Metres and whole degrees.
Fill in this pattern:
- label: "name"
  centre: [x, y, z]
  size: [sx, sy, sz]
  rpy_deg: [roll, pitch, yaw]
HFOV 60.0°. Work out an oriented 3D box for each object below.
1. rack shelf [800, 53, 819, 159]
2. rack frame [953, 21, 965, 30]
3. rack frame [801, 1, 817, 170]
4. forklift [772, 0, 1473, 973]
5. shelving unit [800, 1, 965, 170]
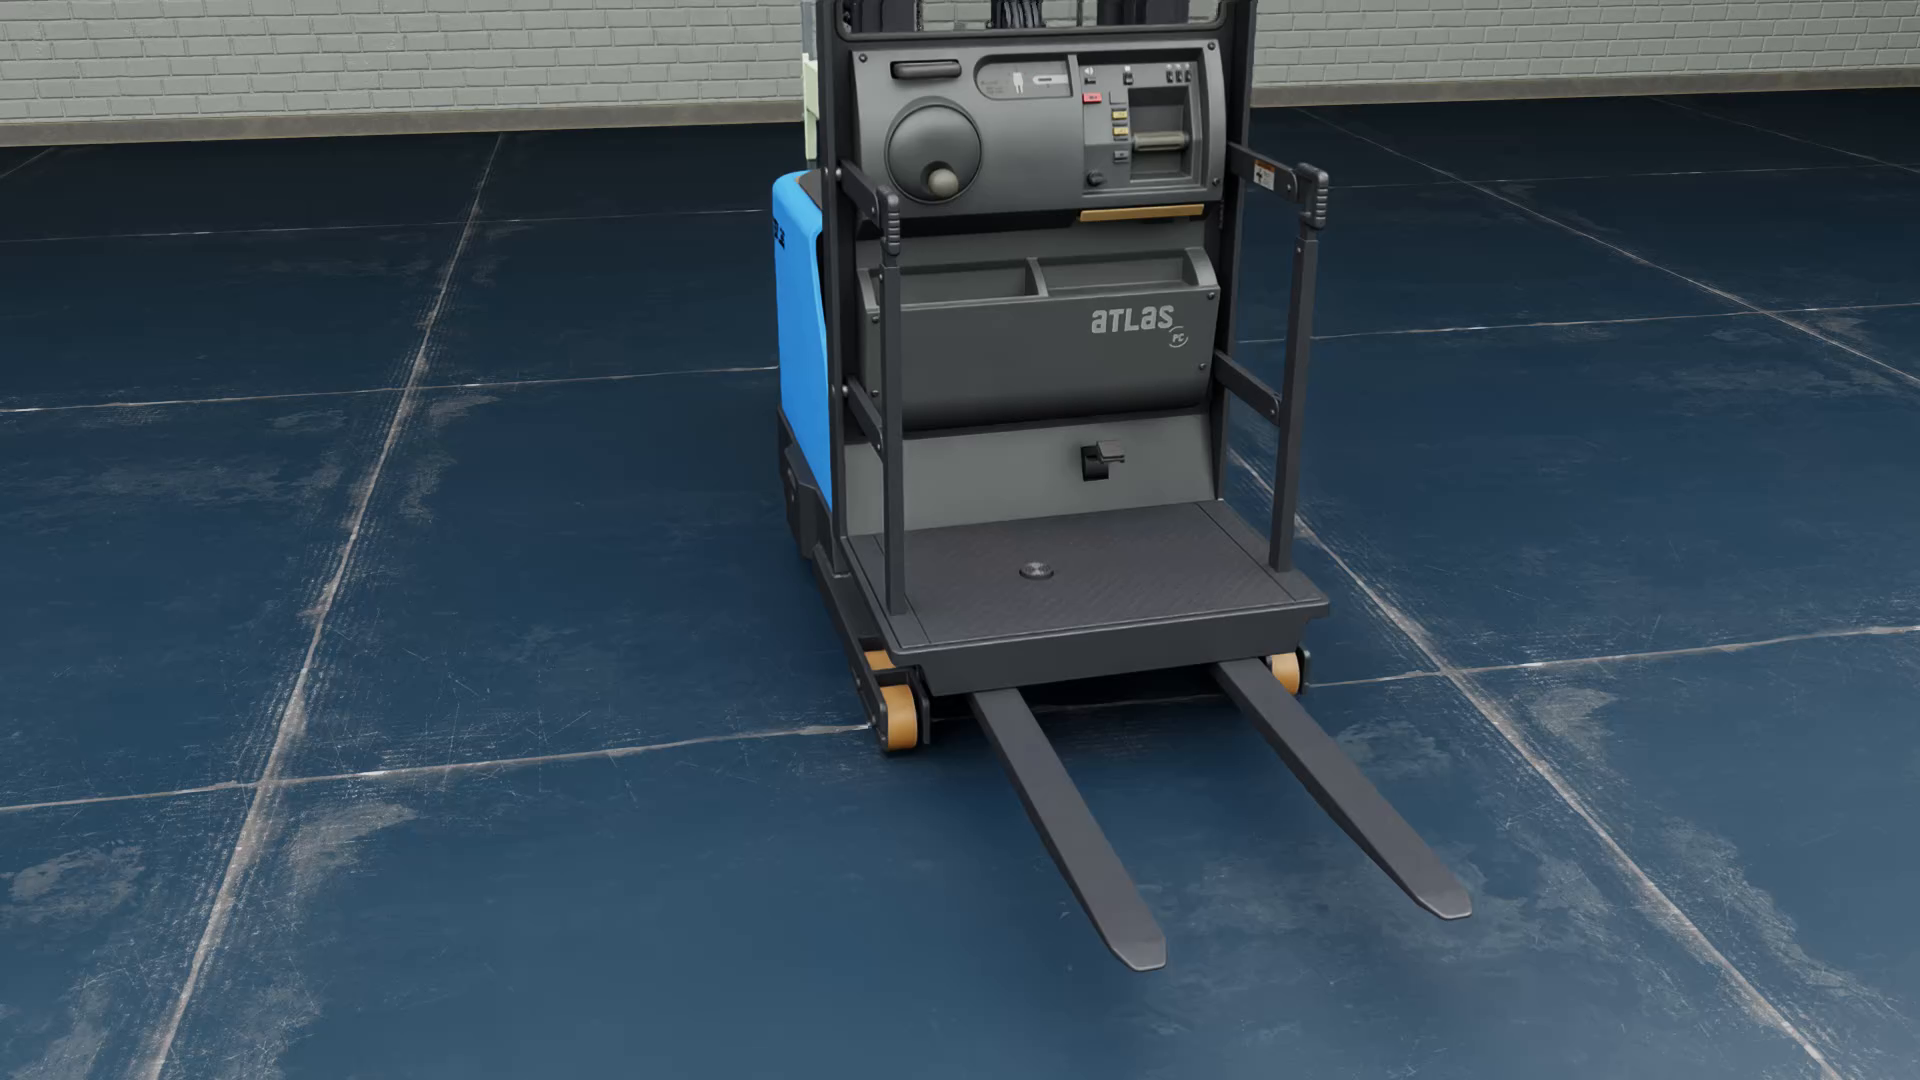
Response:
- label: "rack shelf"
  centre: [-0.270, -1.433, 5.683]
  size: [0.431, 0.370, 0.720]
  rpy_deg: [-6, 24, -13]
- label: "rack frame"
  centre: [-0.180, -0.934, 5.514]
  size: [0.400, 1.500, 0.023]
  rpy_deg: [-6, 24, -13]
- label: "rack frame"
  centre: [-0.361, -1.217, 6.164]
  size: [0.400, 1.500, 0.023]
  rpy_deg: [-6, 24, -13]
- label: "forklift"
  centre: [0.258, -0.996, 3.868]
  size: [1.130, 2.935, 3.031]
  rpy_deg: [-6, 24, -13]
- label: "shelving unit"
  centre: [-0.270, -1.076, 5.839]
  size: [0.431, 1.500, 0.755]
  rpy_deg: [-6, 24, -13]
